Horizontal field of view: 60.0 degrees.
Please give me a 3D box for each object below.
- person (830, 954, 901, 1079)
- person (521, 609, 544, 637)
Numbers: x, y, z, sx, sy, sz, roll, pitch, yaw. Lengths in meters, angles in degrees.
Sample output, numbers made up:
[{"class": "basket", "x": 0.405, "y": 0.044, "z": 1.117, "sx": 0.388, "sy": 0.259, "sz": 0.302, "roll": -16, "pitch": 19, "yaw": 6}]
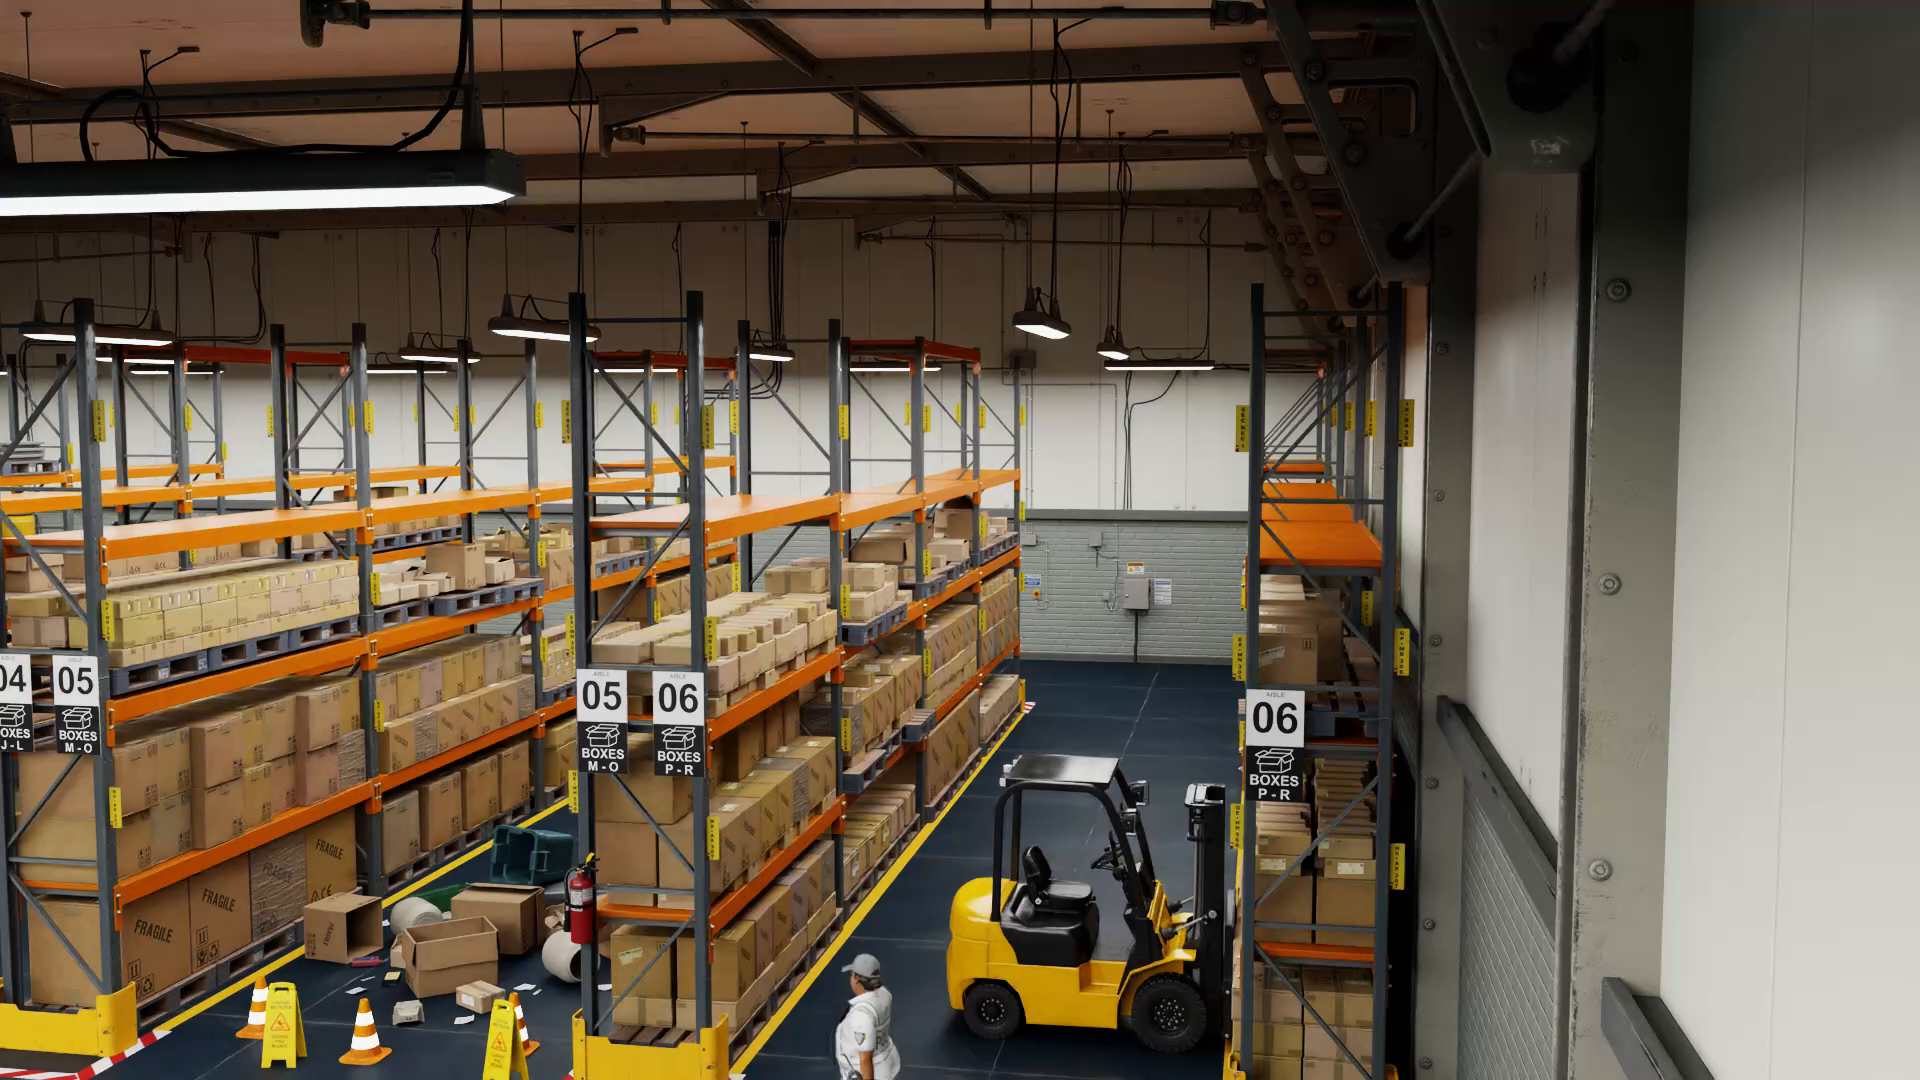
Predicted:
[{"class": "person", "x": -0.586, "y": 3.473, "z": 10.663, "sx": 0.434, "sy": 1.686, "sz": 0.590, "roll": 1, "pitch": 5, "yaw": 10}, {"class": "person", "x": -7.667, "y": 1.852, "z": 30.172, "sx": 0.566, "sy": 1.782, "sz": 0.589, "roll": 1, "pitch": 5, "yaw": 7}]
